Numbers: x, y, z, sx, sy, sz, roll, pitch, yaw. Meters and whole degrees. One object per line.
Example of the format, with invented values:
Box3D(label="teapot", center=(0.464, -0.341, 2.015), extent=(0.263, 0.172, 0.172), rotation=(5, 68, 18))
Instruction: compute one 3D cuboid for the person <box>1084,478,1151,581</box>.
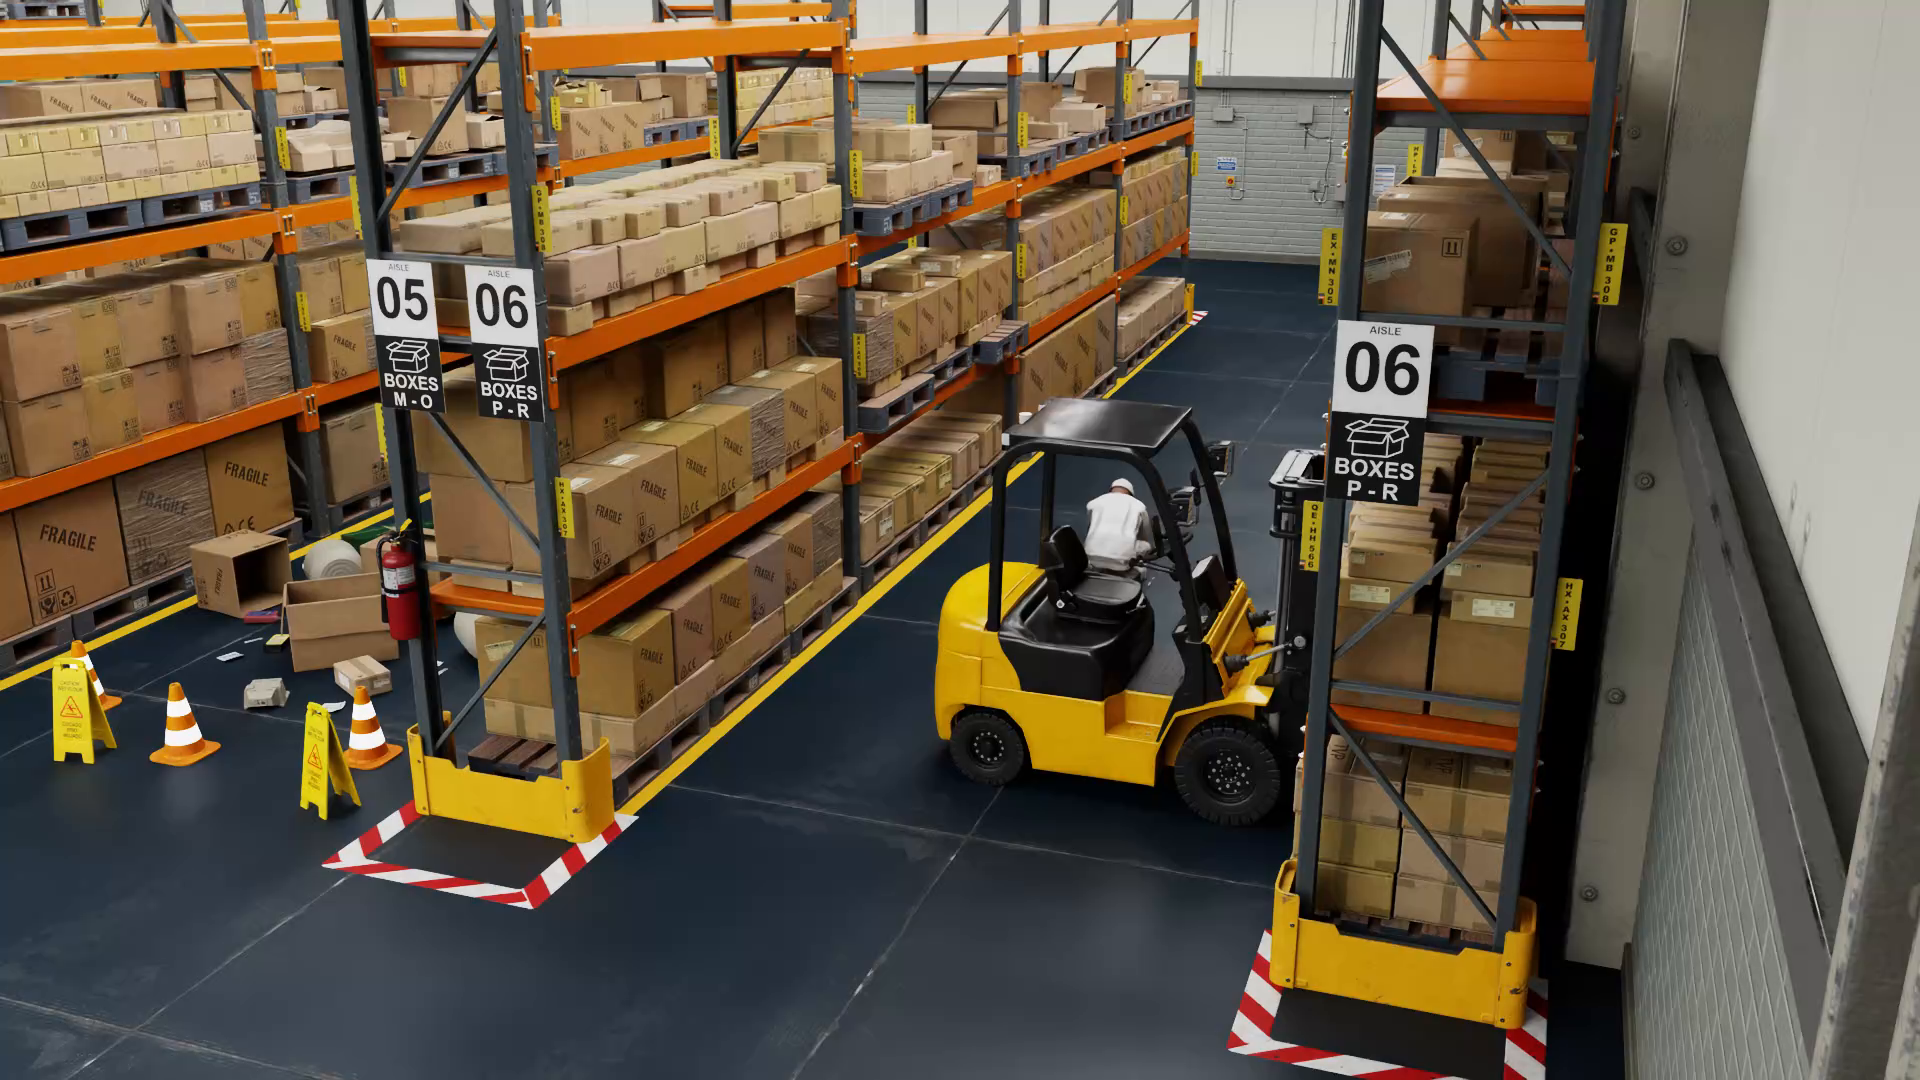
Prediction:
Box3D(label="person", center=(1.229, 0.039, 13.061), extent=(0.556, 0.878, 0.908), rotation=(6, 19, 18))
